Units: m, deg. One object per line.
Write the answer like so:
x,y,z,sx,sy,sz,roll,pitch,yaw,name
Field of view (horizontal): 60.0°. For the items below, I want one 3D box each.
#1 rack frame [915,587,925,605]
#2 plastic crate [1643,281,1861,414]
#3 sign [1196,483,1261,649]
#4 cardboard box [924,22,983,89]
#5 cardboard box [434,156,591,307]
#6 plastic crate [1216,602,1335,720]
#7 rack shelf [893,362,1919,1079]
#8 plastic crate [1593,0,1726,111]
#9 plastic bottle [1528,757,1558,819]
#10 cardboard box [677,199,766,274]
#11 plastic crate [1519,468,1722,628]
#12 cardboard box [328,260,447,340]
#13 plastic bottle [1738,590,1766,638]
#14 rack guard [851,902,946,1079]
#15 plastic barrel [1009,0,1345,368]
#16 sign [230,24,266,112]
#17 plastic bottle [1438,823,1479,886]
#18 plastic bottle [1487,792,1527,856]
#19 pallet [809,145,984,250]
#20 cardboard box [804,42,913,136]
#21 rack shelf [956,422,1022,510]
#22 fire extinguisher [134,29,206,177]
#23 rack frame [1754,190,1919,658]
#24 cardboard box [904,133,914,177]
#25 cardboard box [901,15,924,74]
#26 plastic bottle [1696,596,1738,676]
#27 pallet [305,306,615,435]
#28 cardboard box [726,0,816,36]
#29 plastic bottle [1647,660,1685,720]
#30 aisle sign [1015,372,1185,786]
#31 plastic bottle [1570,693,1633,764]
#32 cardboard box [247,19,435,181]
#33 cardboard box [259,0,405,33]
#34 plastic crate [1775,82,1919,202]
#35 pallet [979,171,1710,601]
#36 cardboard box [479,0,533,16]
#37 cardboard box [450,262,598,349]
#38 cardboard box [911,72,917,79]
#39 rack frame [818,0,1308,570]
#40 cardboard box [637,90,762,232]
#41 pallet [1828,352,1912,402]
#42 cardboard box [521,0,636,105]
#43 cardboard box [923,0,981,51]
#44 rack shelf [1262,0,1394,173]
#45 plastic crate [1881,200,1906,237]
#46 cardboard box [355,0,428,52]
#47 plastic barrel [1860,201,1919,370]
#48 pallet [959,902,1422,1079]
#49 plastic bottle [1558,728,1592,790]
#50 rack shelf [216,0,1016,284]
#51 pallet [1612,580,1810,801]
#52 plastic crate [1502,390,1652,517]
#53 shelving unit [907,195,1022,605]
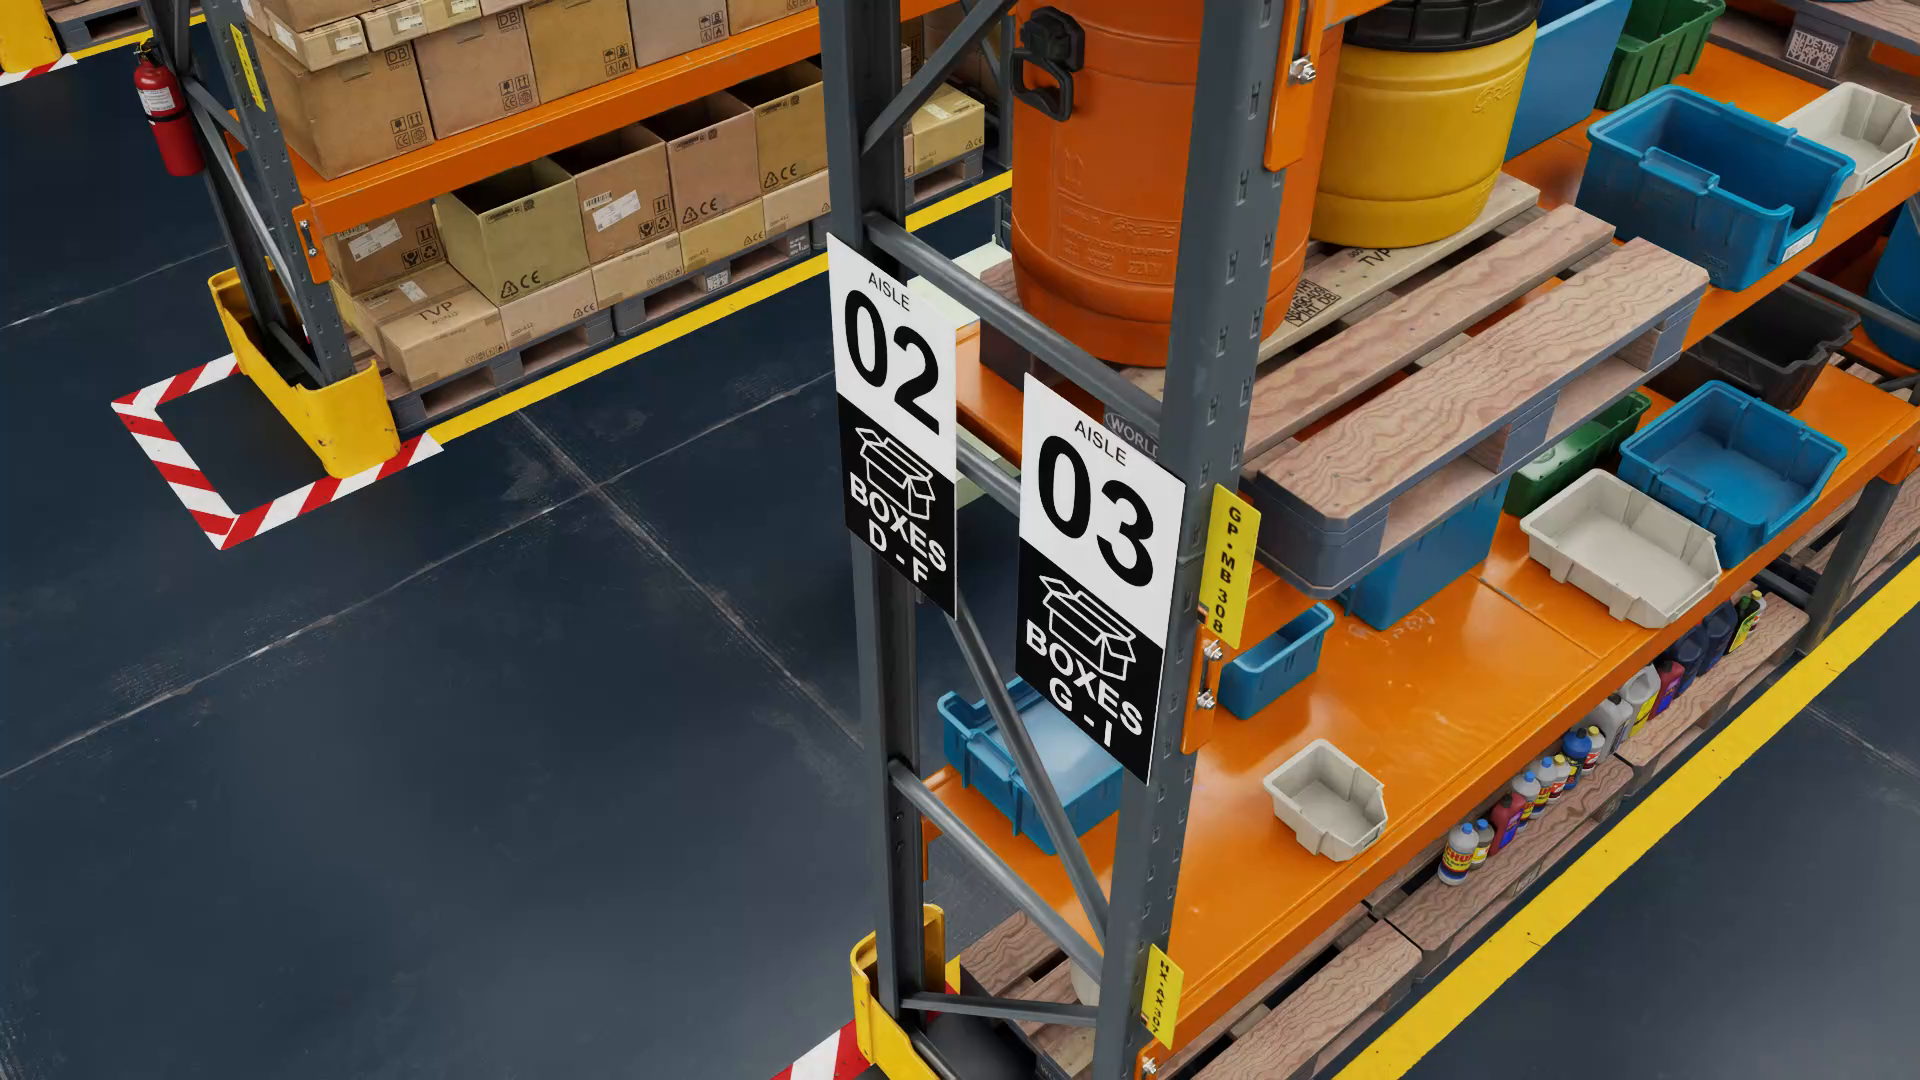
-0.286,-0.383,6.616,0.023,1.500,0.400,-30,51,-28,rack frame
2.695,-0.716,5.920,0.504,0.338,0.767,-30,51,-28,plastic crate
0.460,0.050,2.862,0.005,0.325,0.100,-30,51,-28,sign
0.135,-2.989,9.997,0.500,0.250,0.500,-30,51,-28,cardboard box
-2.129,-1.511,7.875,0.500,0.500,0.500,-30,51,-28,cardboard box
0.804,0.250,4.954,0.408,0.251,0.499,-30,51,-28,plastic crate
1.644,0.239,5.383,4.000,0.370,1.077,-30,51,-28,rack shelf
1.793,-1.368,4.532,0.450,0.188,0.336,-30,51,-28,plastic crate
2.041,0.862,5.866,0.097,0.271,0.097,0,43,0,plastic bottle
-1.359,-1.675,8.598,0.500,0.250,0.500,-30,51,-28,cardboard box
2.095,0.041,5.262,0.437,0.136,0.530,-30,51,-28,plastic crate
-2.843,-1.289,8.187,0.500,0.250,0.500,-30,51,-28,cardboard box
3.100,0.281,6.536,0.097,0.201,0.097,0,43,0,plastic bottle
0.138,1.709,5.119,0.348,0.500,1.175,-30,51,-28,rack guard
0.401,-0.828,3.182,0.708,0.830,0.600,-30,51,-28,plastic barrel
-2.713,-1.798,6.336,0.005,0.325,0.100,-30,51,-28,sign
1.701,1.057,5.659,0.097,0.271,0.097,0,43,0,plastic bottle
1.886,0.963,5.750,0.133,0.283,0.061,-29,50,-27,plastic bottle
-0.634,-2.160,9.450,1.213,0.211,1.003,-30,51,-28,pallet
-0.603,-2.396,8.818,0.500,0.500,0.500,-30,51,-28,cardboard box
-0.005,-0.306,7.010,0.720,0.370,0.431,-30,51,-28,rack shelf
-3.454,-1.911,7.204,0.183,0.674,0.296,-30,51,-28,fire extinguisher
3.178,-0.901,6.072,0.127,3.000,1.000,-30,51,-28,rack frame
-0.602,-2.122,9.074,0.500,0.250,0.500,-30,51,-28,cardboard box
-0.553,-2.889,9.343,0.500,0.500,0.500,-30,51,-28,cardboard box
2.869,0.338,6.366,0.185,0.351,0.144,-31,51,-29,plastic bottle
-2.505,-1.089,8.309,1.213,0.211,1.003,-30,51,-28,pallet
-1.121,-2.889,8.116,0.500,0.500,0.700,-29,50,-27,cardboard box
2.624,0.540,6.200,0.133,0.283,0.061,-26,49,-25,plastic bottle
0.243,0.093,3.114,0.004,0.787,0.394,-30,51,-28,aisle sign
2.347,0.661,6.077,0.135,0.276,0.152,-29,50,-27,plastic bottle
-2.699,-1.982,7.150,0.500,0.500,0.700,-30,51,-28,cardboard box
-2.658,-2.478,6.731,0.500,0.500,0.700,-30,51,-28,cardboard box
2.207,-0.981,4.159,0.396,0.136,0.243,-30,51,-28,plastic crate
0.808,-0.481,3.572,1.213,0.211,1.003,-30,51,-28,pallet
-2.038,-2.415,7.137,0.250,0.149,0.380,-31,51,-28,cardboard box
-2.130,-1.238,8.133,0.500,0.250,0.500,-30,51,-28,cardboard box
-0.547,-2.610,9.594,0.500,0.250,0.500,-30,51,-28,cardboard box
0.110,-1.331,2.148,0.127,3.000,1.000,-30,51,-28,rack frame
-1.359,-1.948,8.340,0.500,0.500,0.500,-30,51,-28,cardboard box
4.692,-0.789,7.990,1.213,0.211,1.003,-30,51,-28,pallet
-1.914,-2.430,7.627,0.500,0.500,0.700,-29,51,-28,cardboard box
0.130,-3.188,9.799,0.500,0.311,0.500,-30,51,-28,cardboard box
1.644,-1.802,3.466,4.000,0.370,1.077,-30,51,-28,rack shelf
3.825,-1.543,6.768,0.575,0.384,0.392,-30,51,-28,plastic crate
-2.425,-2.197,6.905,0.250,0.149,0.380,-31,51,-29,cardboard box
3.669,-1.095,5.912,0.708,0.901,0.600,-30,51,-28,plastic barrel
0.765,1.460,5.595,1.213,0.211,1.003,-30,51,-28,pallet
2.196,0.773,5.961,0.097,0.271,0.097,0,43,0,plastic bottle
-1.531,-2.363,8.155,4.000,0.370,1.077,-30,51,-28,rack shelf
2.637,0.388,6.736,1.213,0.211,1.003,-30,51,-28,pallet
1.956,-0.376,5.668,0.662,0.188,0.450,-30,51,-28,plastic crate
-0.005,-0.544,6.787,0.755,1.500,0.431,-30,51,-28,shelving unit
